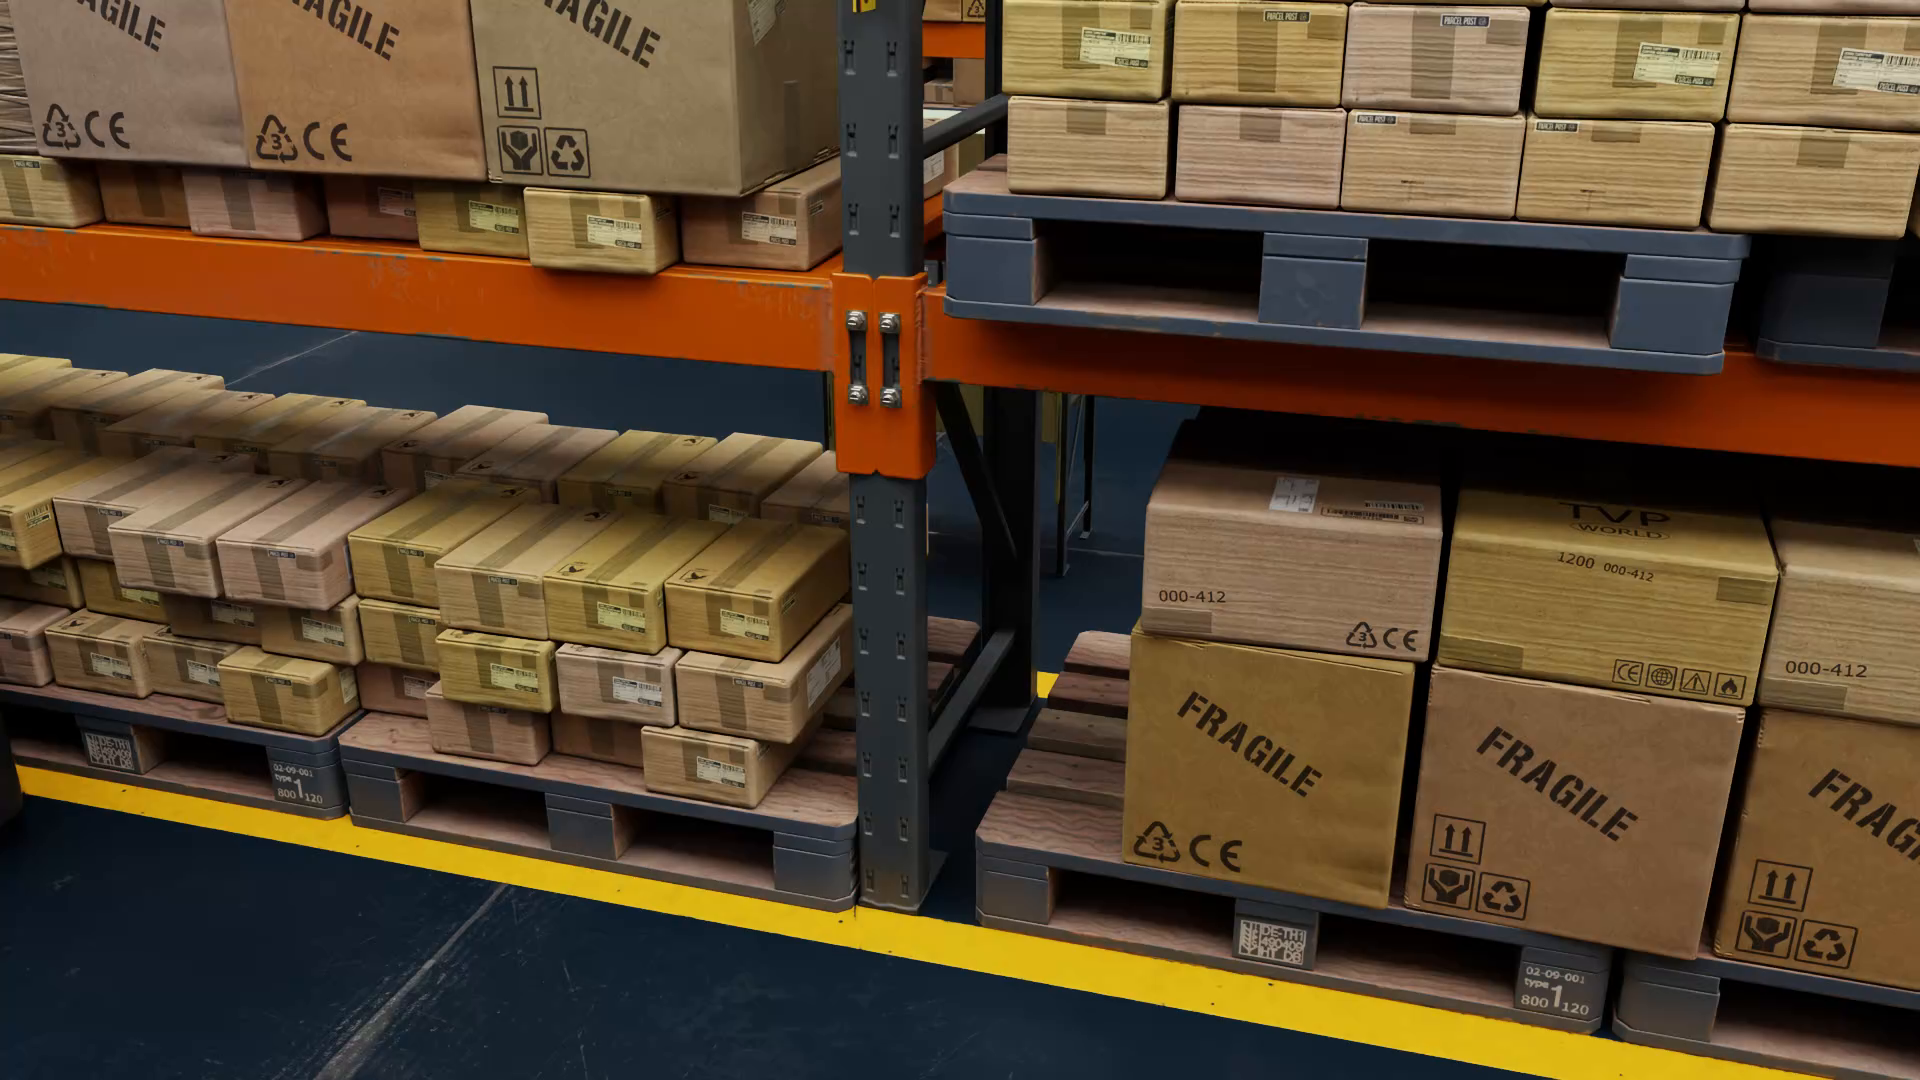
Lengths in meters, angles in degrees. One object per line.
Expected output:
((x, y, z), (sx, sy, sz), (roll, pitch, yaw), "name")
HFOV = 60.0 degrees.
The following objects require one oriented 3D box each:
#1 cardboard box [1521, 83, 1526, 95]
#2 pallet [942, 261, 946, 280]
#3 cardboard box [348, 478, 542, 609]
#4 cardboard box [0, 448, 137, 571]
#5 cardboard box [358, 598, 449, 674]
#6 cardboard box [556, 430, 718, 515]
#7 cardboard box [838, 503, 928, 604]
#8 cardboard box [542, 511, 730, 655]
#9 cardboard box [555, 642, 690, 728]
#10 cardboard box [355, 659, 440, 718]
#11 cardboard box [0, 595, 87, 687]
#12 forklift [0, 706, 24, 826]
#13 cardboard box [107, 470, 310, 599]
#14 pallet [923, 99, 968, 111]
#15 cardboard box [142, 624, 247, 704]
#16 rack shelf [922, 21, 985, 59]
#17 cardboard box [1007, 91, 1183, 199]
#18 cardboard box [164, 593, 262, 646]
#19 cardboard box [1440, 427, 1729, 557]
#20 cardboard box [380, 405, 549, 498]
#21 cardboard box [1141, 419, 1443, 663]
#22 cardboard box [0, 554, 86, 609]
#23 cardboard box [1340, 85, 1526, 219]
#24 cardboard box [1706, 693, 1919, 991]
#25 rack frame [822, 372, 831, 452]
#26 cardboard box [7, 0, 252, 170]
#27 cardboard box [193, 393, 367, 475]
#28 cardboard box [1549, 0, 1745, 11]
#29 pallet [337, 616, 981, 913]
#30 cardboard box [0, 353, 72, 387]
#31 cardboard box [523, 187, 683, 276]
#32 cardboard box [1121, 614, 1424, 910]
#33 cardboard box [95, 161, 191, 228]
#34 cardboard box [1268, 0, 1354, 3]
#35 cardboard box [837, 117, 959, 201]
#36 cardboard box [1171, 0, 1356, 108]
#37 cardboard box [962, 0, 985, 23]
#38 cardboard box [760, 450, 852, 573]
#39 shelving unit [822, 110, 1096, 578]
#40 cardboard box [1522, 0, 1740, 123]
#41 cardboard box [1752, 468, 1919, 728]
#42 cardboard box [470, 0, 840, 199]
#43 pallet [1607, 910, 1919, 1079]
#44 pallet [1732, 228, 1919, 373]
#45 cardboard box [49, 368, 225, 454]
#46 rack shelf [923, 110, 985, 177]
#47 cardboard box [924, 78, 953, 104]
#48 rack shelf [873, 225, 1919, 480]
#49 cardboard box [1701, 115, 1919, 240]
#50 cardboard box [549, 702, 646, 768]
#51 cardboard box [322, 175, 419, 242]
((1.160, -0.830, 3.118), (0.250, 0.149, 0.380), (5, 23, 13), "cardboard box")
((0.623, -1.439, 8.499), (1.213, 0.211, 1.003), (7, 23, 16), "pallet")
((-1.142, 0.003, 3.730), (0.250, 0.149, 0.380), (7, 23, 17), "cardboard box")
((-2.165, -0.078, 3.928), (0.250, 0.149, 0.380), (7, 23, 16), "cardboard box")
((-1.134, 0.150, 3.764), (0.250, 0.149, 0.380), (7, 23, 16), "cardboard box")
((-0.777, -0.132, 4.060), (0.250, 0.149, 0.380), (6, 23, 15), "cardboard box")
((-0.259, 0.024, 4.071), (0.250, 0.149, 0.380), (8, 24, 18), "cardboard box")
((-0.676, 0.084, 3.532), (0.250, 0.149, 0.380), (7, 23, 16), "cardboard box")
((-0.660, 0.236, 3.554), (0.250, 0.149, 0.380), (5, 23, 13), "cardboard box")
((-1.191, 0.261, 3.885), (0.250, 0.149, 0.380), (6, 23, 14), "cardboard box")
((-2.212, 0.196, 4.042), (0.250, 0.149, 0.380), (5, 23, 13), "cardboard box")
((-3.059, -0.251, 2.021), (1.130, 2.935, 3.031), (8, 24, 19), "forklift")
((-1.690, -0.019, 3.782), (0.250, 0.149, 0.380), (6, 23, 14), "cardboard box")
((-0.234, -3.474, 13.460), (1.213, 0.211, 1.003), (7, 23, 16), "pallet")
((-1.699, 0.232, 3.956), (0.250, 0.149, 0.380), (7, 23, 17), "cardboard box")
((-0.586, -2.503, 8.368), (4.000, 0.370, 1.077), (7, 23, 16), "rack shelf")
((0.240, -0.675, 2.741), (0.250, 0.149, 0.380), (5, 23, 13), "cardboard box")
((-1.634, 0.092, 3.904), (0.250, 0.149, 0.380), (5, 23, 13), "cardboard box")
((1.270, -0.141, 3.414), (0.500, 0.250, 0.500), (8, 24, 18), "cardboard box")
((-1.253, -0.210, 4.249), (0.250, 0.149, 0.380), (7, 23, 17), "cardboard box")
((0.627, -0.015, 3.106), (0.500, 0.250, 0.500), (6, 23, 13), "cardboard box")
((-2.133, 0.014, 4.095), (0.250, 0.149, 0.380), (8, 24, 18), "cardboard box")
((0.745, -0.618, 2.602), (0.250, 0.149, 0.380), (7, 23, 16), "cardboard box")
((1.639, 0.442, 2.980), (0.500, 0.500, 0.500), (7, 23, 16), "cardboard box")
((-0.344, -0.733, 5.081), (0.023, 1.500, 0.400), (7, 23, 16), "rack frame")
((-1.522, -1.054, 3.363), (0.500, 0.500, 0.500), (6, 23, 15), "cardboard box")
((-1.763, -0.251, 4.350), (0.250, 0.149, 0.380), (7, 23, 16), "cardboard box")
((0.992, -0.865, 2.419), (0.250, 0.149, 0.380), (6, 23, 15), "cardboard box")
((-0.657, 0.422, 3.963), (1.213, 0.211, 1.003), (7, 23, 16), "pallet")
((-2.745, -0.400, 4.711), (0.250, 0.149, 0.380), (6, 23, 14), "cardboard box")
((-0.623, -0.626, 3.175), (0.250, 0.149, 0.380), (6, 23, 14), "cardboard box")
((0.627, 0.332, 3.248), (0.500, 0.500, 0.500), (7, 23, 18), "cardboard box")
((-1.599, -0.780, 3.551), (0.250, 0.149, 0.380), (6, 23, 15), "cardboard box")
((0.509, -0.922, 2.559), (0.250, 0.149, 0.380), (7, 23, 17), "cardboard box")
((-0.181, -0.841, 3.699), (0.250, 0.149, 0.380), (7, 23, 17), "cardboard box")
((0.489, -0.785, 2.617), (0.250, 0.149, 0.380), (6, 23, 14), "cardboard box")
((0.317, -2.675, 7.708), (0.500, 0.500, 0.500), (6, 23, 14), "cardboard box")
((-0.274, -0.071, 3.910), (0.250, 0.149, 0.380), (8, 23, 18), "cardboard box")
((0.006, -0.693, 4.984), (0.755, 1.500, 0.431), (7, 23, 16), "shelving unit")
((0.985, -0.729, 2.479), (0.250, 0.149, 0.380), (6, 23, 13), "cardboard box")
((1.624, 0.100, 2.826), (0.500, 0.250, 0.500), (7, 23, 18), "cardboard box")
((-0.549, -0.942, 3.089), (0.500, 0.500, 0.500), (7, 23, 16), "cardboard box")
((1.913, 0.701, 3.284), (1.213, 0.211, 1.003), (7, 23, 16), "pallet")
((1.918, -0.482, 2.746), (1.213, 0.211, 1.003), (7, 23, 16), "pallet")
((-2.242, -0.339, 4.563), (0.250, 0.149, 0.380), (7, 23, 17), "cardboard box")
((0.006, -1.054, 4.836), (0.720, 0.370, 0.431), (7, 23, 16), "rack shelf")
((-0.117, -3.572, 13.230), (0.250, 0.149, 0.380), (6, 23, 13), "cardboard box")
((1.911, -0.255, 2.888), (4.000, 0.370, 1.077), (7, 23, 16), "rack shelf")
((1.229, -0.562, 2.466), (0.250, 0.149, 0.380), (6, 23, 13), "cardboard box")
((-0.703, 0.339, 3.693), (0.250, 0.149, 0.380), (7, 23, 17), "cardboard box")
((-1.089, -0.730, 3.429), (0.250, 0.149, 0.380), (6, 23, 14), "cardboard box")
